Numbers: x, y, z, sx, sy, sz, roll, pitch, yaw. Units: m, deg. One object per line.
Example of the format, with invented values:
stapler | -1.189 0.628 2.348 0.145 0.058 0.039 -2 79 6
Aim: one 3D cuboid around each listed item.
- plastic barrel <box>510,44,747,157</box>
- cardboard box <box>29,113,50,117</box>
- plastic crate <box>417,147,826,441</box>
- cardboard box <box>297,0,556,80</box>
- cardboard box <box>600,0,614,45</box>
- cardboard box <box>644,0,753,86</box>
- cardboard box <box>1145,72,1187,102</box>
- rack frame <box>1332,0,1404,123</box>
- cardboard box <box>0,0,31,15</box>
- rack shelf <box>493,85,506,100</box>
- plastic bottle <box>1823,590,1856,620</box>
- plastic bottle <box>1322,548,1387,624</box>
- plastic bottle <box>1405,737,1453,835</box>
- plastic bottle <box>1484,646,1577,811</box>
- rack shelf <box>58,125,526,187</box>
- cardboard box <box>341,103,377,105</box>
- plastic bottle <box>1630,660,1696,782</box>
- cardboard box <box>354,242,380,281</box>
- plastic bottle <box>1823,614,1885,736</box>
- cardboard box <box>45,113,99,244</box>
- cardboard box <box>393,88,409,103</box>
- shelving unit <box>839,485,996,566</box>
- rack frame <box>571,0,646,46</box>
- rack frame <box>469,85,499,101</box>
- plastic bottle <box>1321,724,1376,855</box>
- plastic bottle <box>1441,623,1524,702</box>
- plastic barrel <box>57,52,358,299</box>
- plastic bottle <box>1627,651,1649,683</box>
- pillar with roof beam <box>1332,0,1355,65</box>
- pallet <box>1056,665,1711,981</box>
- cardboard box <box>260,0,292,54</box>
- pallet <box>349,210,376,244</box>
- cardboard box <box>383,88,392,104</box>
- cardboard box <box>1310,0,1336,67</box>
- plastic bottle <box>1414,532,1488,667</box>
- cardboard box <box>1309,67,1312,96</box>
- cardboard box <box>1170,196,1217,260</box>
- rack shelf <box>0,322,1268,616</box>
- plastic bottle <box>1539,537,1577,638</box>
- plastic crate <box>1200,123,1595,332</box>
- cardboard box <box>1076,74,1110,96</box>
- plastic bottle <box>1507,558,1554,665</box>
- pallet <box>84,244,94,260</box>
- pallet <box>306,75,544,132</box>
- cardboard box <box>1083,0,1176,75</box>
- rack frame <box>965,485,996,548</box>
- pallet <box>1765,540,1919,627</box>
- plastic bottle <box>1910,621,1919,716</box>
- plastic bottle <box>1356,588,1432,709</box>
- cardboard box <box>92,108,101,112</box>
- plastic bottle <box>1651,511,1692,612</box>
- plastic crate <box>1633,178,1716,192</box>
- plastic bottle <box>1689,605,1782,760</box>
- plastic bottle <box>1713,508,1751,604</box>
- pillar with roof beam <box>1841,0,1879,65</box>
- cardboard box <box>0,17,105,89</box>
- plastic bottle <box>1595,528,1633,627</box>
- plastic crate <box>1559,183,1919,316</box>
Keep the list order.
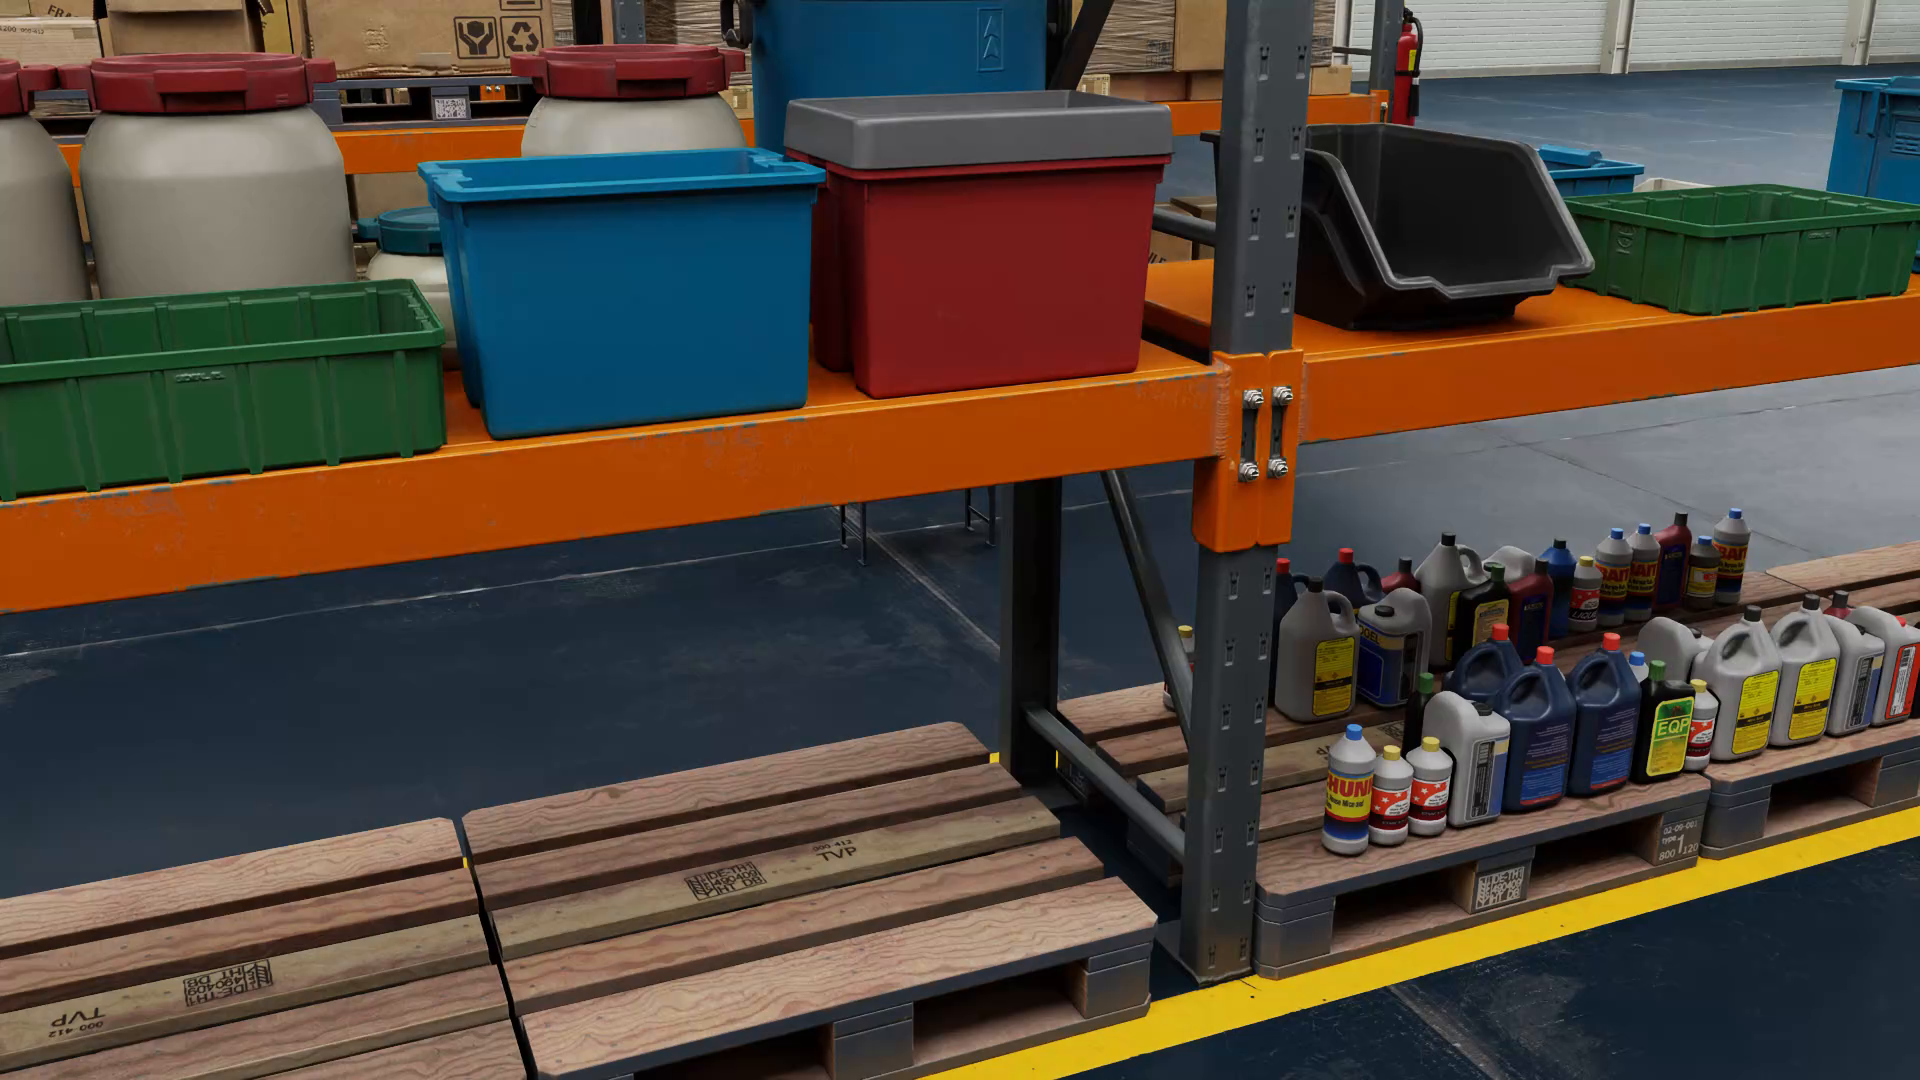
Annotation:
plastic barrel | -0.615 -0.661 3.177 0.433 0.535 0.433 0 19 0
cardboard box | -8.687 -3.692 15.315 0.625 0.372 0.950 -10 22 -26
plastic crate | -0.539 -0.408 2.689 0.575 0.384 0.392 -8 21 -22
cardboard box | -2.396 -2.585 7.312 1.000 1.000 1.000 -8 21 -22
cardboard box | -2.653 -3.894 12.339 0.550 0.550 0.875 -8 21 -22
cardboard box | -1.174 -2.394 7.706 0.500 0.500 0.875 -8 21 -22
cardboard box | 0.961 -2.344 8.540 0.250 0.149 0.380 -8 21 -22
rack frame | 2.061 -2.692 9.152 0.127 3.000 1.000 -8 21 -22
cardboard box | -6.171 -3.257 10.606 0.500 0.500 0.500 -8 21 -22
rack shelf | -1.647 -3.616 12.857 4.000 0.370 1.077 -8 21 -22
plastic bottle | 2.226 0.260 4.196 0.133 0.283 0.061 -8 21 -22
plastic bottle | 1.004 0.188 4.296 0.185 0.351 0.144 -9 21 -25
plastic bottle | 1.003 0.522 3.575 0.097 0.201 0.097 0 19 0
plastic bottle | 1.256 0.407 3.677 0.185 0.351 0.144 -8 21 -20
rack shelf | -3.448 -1.564 7.029 4.000 0.370 1.077 -8 21 -22
cardboard box | -6.017 -4.077 16.409 0.625 0.372 0.950 -8 21 -21
plastic bottle | 1.597 0.405 3.784 0.133 0.283 0.061 -7 21 -20
cardboard box | -2.629 -1.063 7.627 0.500 0.500 0.700 -8 21 -22
plastic bottle | 2.141 0.314 4.053 0.135 0.276 0.152 -9 21 -23
cardboard box | -5.760 -2.471 11.279 0.750 0.750 1.050 -8 21 -21
cardboard box | -4.804 -3.827 14.999 0.500 0.500 0.500 -8 21 -22
shelving unit | -0.152 -0.544 5.761 0.503 1.200 0.258 -8 21 -22
rack frame | -1.611 -2.166 7.657 0.127 3.000 1.000 -8 21 -22
rack frame | -3.483 -3.692 11.991 0.127 3.000 1.000 -8 21 -22
plastic bottle | 0.817 0.516 3.487 0.097 0.271 0.097 0 19 0
plastic bottle | 1.199 0.363 3.801 0.185 0.351 0.144 -8 21 -22
plastic barrel | -1.289 -0.564 2.903 0.433 0.535 0.433 0 19 0
plastic bottle | 1.550 0.389 3.848 0.097 0.271 0.097 0 19 0
pillar with roof beam | 7.894 -10.506 22.311 0.400 9.000 9.100 -8 21 -22
pallet | 0.984 0.584 4.045 1.213 0.211 1.003 -8 21 -22
cardboard box | -4.784 -3.456 11.170 0.500 0.500 0.500 -8 21 -21
pallet | -4.162 -2.252 12.100 1.213 0.211 1.003 -8 21 -22
cardboard box | -6.931 -5.565 20.819 0.500 0.250 0.500 -8 21 -21
cardboard box | 1.546 -2.816 8.904 0.500 0.500 0.875 -8 21 -22
plastic bottle | 1.300 0.146 4.417 0.185 0.351 0.144 -8 21 -22
cardboard box | 1.652 -2.441 8.815 0.250 0.149 0.380 -8 21 -22
cardboard box | 1.481 -1.634 9.278 0.500 0.500 0.500 -4 20 -12
rack shelf | -1.486 -0.053 2.740 4.000 0.370 1.077 -8 21 -22
plastic bottle | 1.642 0.126 4.593 0.097 0.271 0.097 0 19 0
plastic crate | 0.882 -0.656 3.463 0.504 0.338 0.767 -8 21 -22
cardboard box | 0.546 -2.244 8.257 0.250 0.149 0.380 -8 21 -22
plastic bottle | 1.494 0.190 4.393 0.133 0.283 0.061 -8 21 -22
pallet | -6.402 -1.931 11.189 1.213 0.211 1.003 -8 21 -22
pallet | -2.371 -2.019 7.529 1.213 0.211 1.003 -8 21 -22
cardboard box | 0.658 -2.661 8.464 0.500 0.500 0.875 -8 21 -22
rack frame | 0.072 -0.576 5.852 0.015 1.200 0.240 -8 21 -22
pallet | 3.224 0.263 4.957 1.213 0.211 1.003 -8 21 -22
plastic bottle | 2.411 0.288 4.115 0.133 0.283 0.061 -8 21 -21
plastic bottle | 1.086 0.266 4.190 0.135 0.276 0.152 -8 21 -22
cardboard box | -10.004 -5.419 19.840 0.625 0.625 0.875 -7 21 -20
plastic bottle | 2.020 0.060 4.764 0.133 0.283 0.061 -8 21 -21
plastic crate | 1.741 -0.822 4.237 0.437 0.136 0.530 -8 21 -22
plastic bottle | 1.820 0.326 3.906 0.185 0.351 0.144 -8 21 -22
plastic bottle | 2.235 0.041 4.835 0.097 0.271 0.097 0 19 0
pillar with roof beam | 18.912 -12.085 26.795 0.400 9.000 9.100 -8 21 -22
cardboard box | -3.654 -1.917 6.545 0.500 0.250 0.500 -9 21 -23
plastic bottle | 1.829 0.099 4.669 0.097 0.271 0.097 0 19 0
plastic crate | 1.709 -0.648 3.665 0.662 0.188 0.450 -8 21 -22
